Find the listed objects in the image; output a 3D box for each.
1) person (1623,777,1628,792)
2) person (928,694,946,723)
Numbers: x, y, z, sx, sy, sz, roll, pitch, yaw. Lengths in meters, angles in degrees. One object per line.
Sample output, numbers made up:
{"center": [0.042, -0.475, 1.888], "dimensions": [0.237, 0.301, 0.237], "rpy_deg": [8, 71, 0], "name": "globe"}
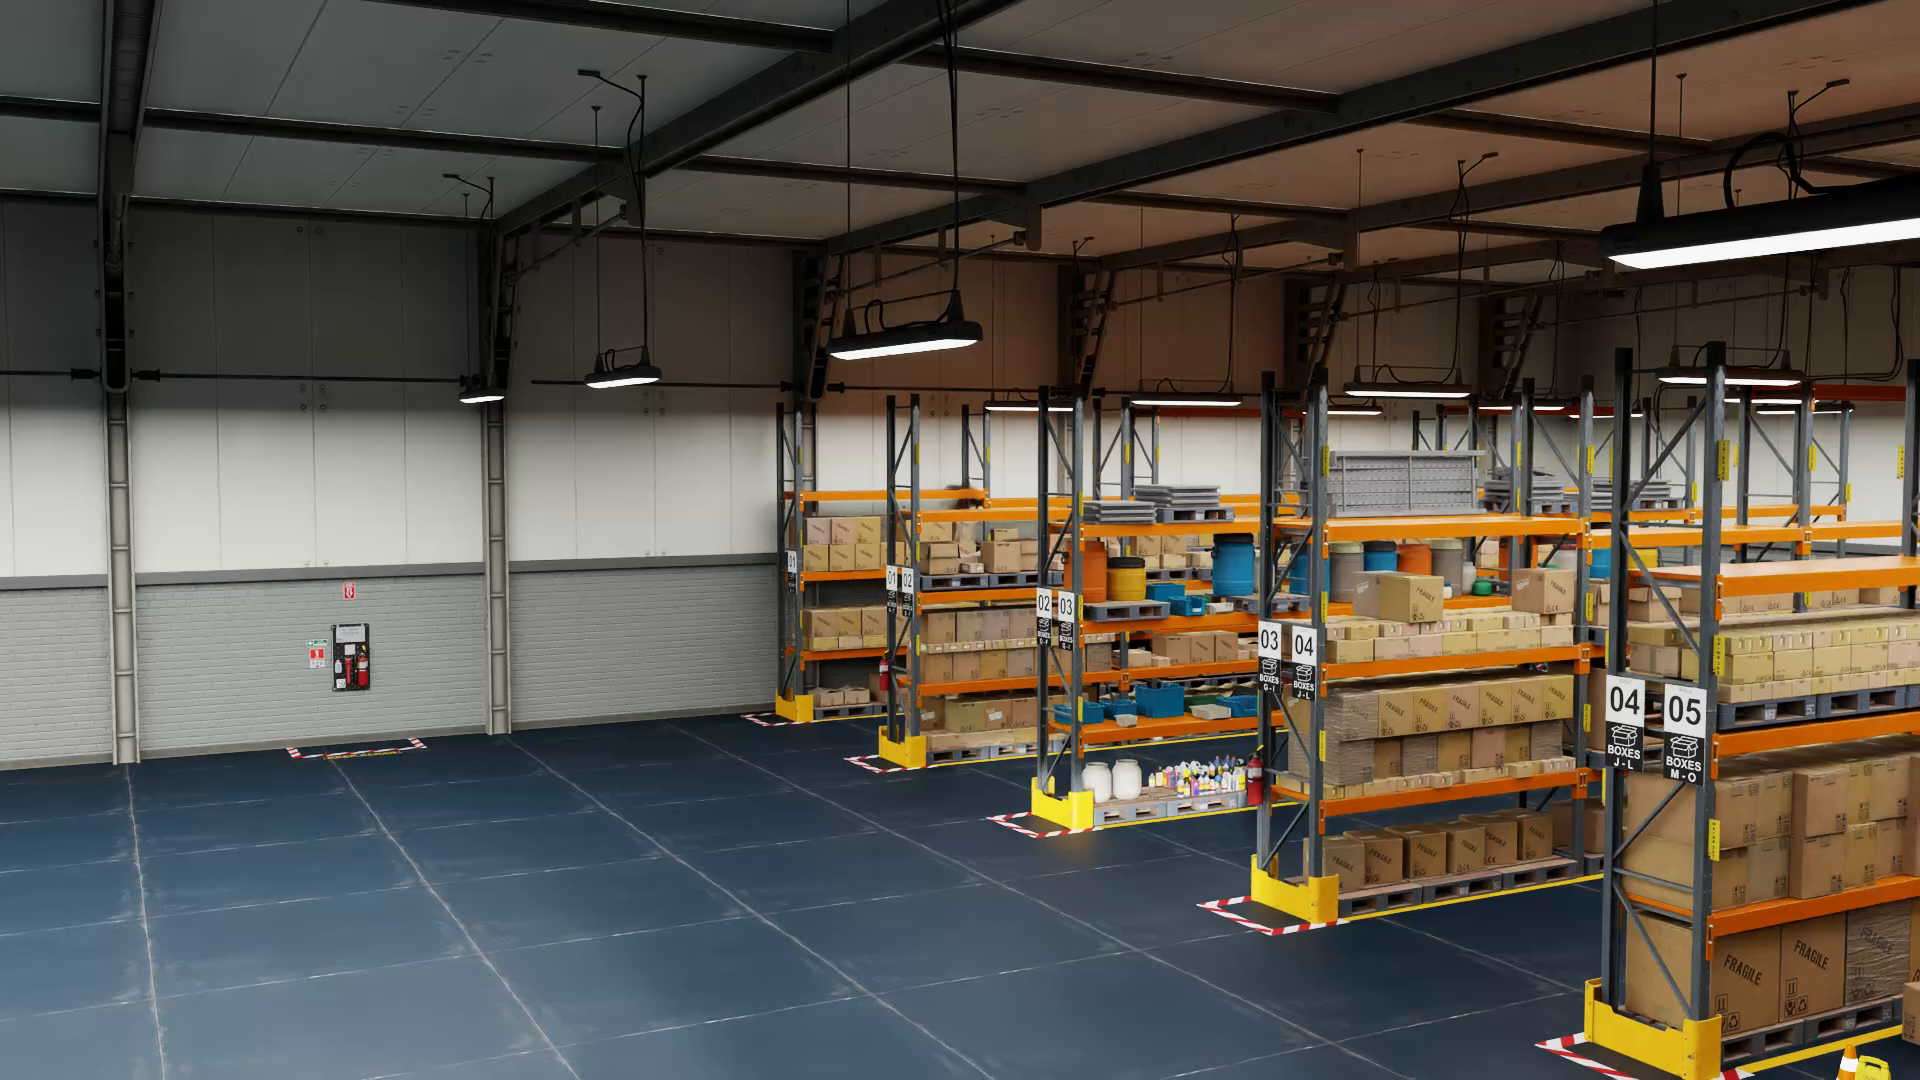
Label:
{"center": [9.960, 2.939, 24.160], "dimensions": [0.992, 1.754, 0.491], "rpy_deg": [-2, 4, -28], "name": "person"}
{"center": [-0.419, 2.591, 29.814], "dimensions": [0.406, 1.766, 0.629], "rpy_deg": [2, 4, 31], "name": "person"}
